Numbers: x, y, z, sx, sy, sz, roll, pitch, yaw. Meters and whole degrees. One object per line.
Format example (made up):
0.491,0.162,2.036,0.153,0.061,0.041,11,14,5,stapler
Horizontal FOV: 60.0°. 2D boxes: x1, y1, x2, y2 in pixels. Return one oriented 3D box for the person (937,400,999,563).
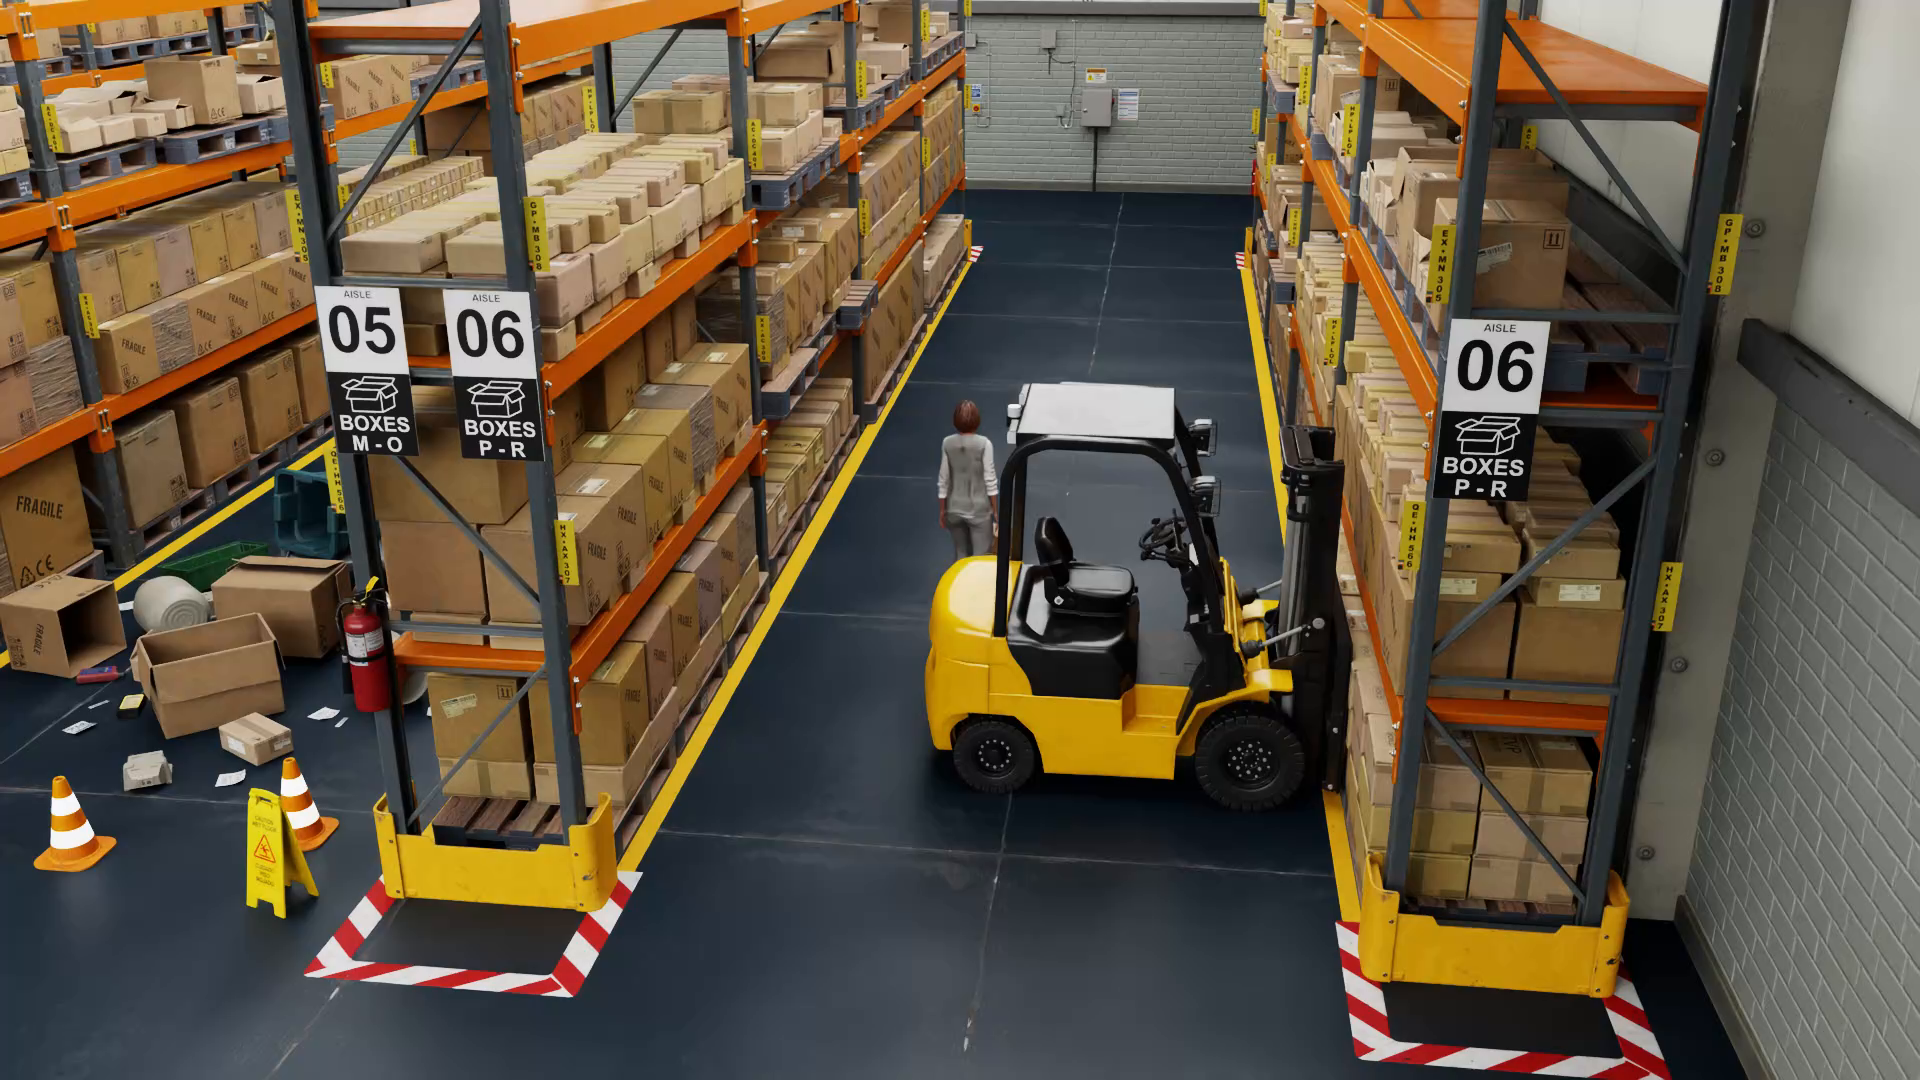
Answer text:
0.041,-0.171,11.530,0.441,1.591,0.524,8,23,20,person
